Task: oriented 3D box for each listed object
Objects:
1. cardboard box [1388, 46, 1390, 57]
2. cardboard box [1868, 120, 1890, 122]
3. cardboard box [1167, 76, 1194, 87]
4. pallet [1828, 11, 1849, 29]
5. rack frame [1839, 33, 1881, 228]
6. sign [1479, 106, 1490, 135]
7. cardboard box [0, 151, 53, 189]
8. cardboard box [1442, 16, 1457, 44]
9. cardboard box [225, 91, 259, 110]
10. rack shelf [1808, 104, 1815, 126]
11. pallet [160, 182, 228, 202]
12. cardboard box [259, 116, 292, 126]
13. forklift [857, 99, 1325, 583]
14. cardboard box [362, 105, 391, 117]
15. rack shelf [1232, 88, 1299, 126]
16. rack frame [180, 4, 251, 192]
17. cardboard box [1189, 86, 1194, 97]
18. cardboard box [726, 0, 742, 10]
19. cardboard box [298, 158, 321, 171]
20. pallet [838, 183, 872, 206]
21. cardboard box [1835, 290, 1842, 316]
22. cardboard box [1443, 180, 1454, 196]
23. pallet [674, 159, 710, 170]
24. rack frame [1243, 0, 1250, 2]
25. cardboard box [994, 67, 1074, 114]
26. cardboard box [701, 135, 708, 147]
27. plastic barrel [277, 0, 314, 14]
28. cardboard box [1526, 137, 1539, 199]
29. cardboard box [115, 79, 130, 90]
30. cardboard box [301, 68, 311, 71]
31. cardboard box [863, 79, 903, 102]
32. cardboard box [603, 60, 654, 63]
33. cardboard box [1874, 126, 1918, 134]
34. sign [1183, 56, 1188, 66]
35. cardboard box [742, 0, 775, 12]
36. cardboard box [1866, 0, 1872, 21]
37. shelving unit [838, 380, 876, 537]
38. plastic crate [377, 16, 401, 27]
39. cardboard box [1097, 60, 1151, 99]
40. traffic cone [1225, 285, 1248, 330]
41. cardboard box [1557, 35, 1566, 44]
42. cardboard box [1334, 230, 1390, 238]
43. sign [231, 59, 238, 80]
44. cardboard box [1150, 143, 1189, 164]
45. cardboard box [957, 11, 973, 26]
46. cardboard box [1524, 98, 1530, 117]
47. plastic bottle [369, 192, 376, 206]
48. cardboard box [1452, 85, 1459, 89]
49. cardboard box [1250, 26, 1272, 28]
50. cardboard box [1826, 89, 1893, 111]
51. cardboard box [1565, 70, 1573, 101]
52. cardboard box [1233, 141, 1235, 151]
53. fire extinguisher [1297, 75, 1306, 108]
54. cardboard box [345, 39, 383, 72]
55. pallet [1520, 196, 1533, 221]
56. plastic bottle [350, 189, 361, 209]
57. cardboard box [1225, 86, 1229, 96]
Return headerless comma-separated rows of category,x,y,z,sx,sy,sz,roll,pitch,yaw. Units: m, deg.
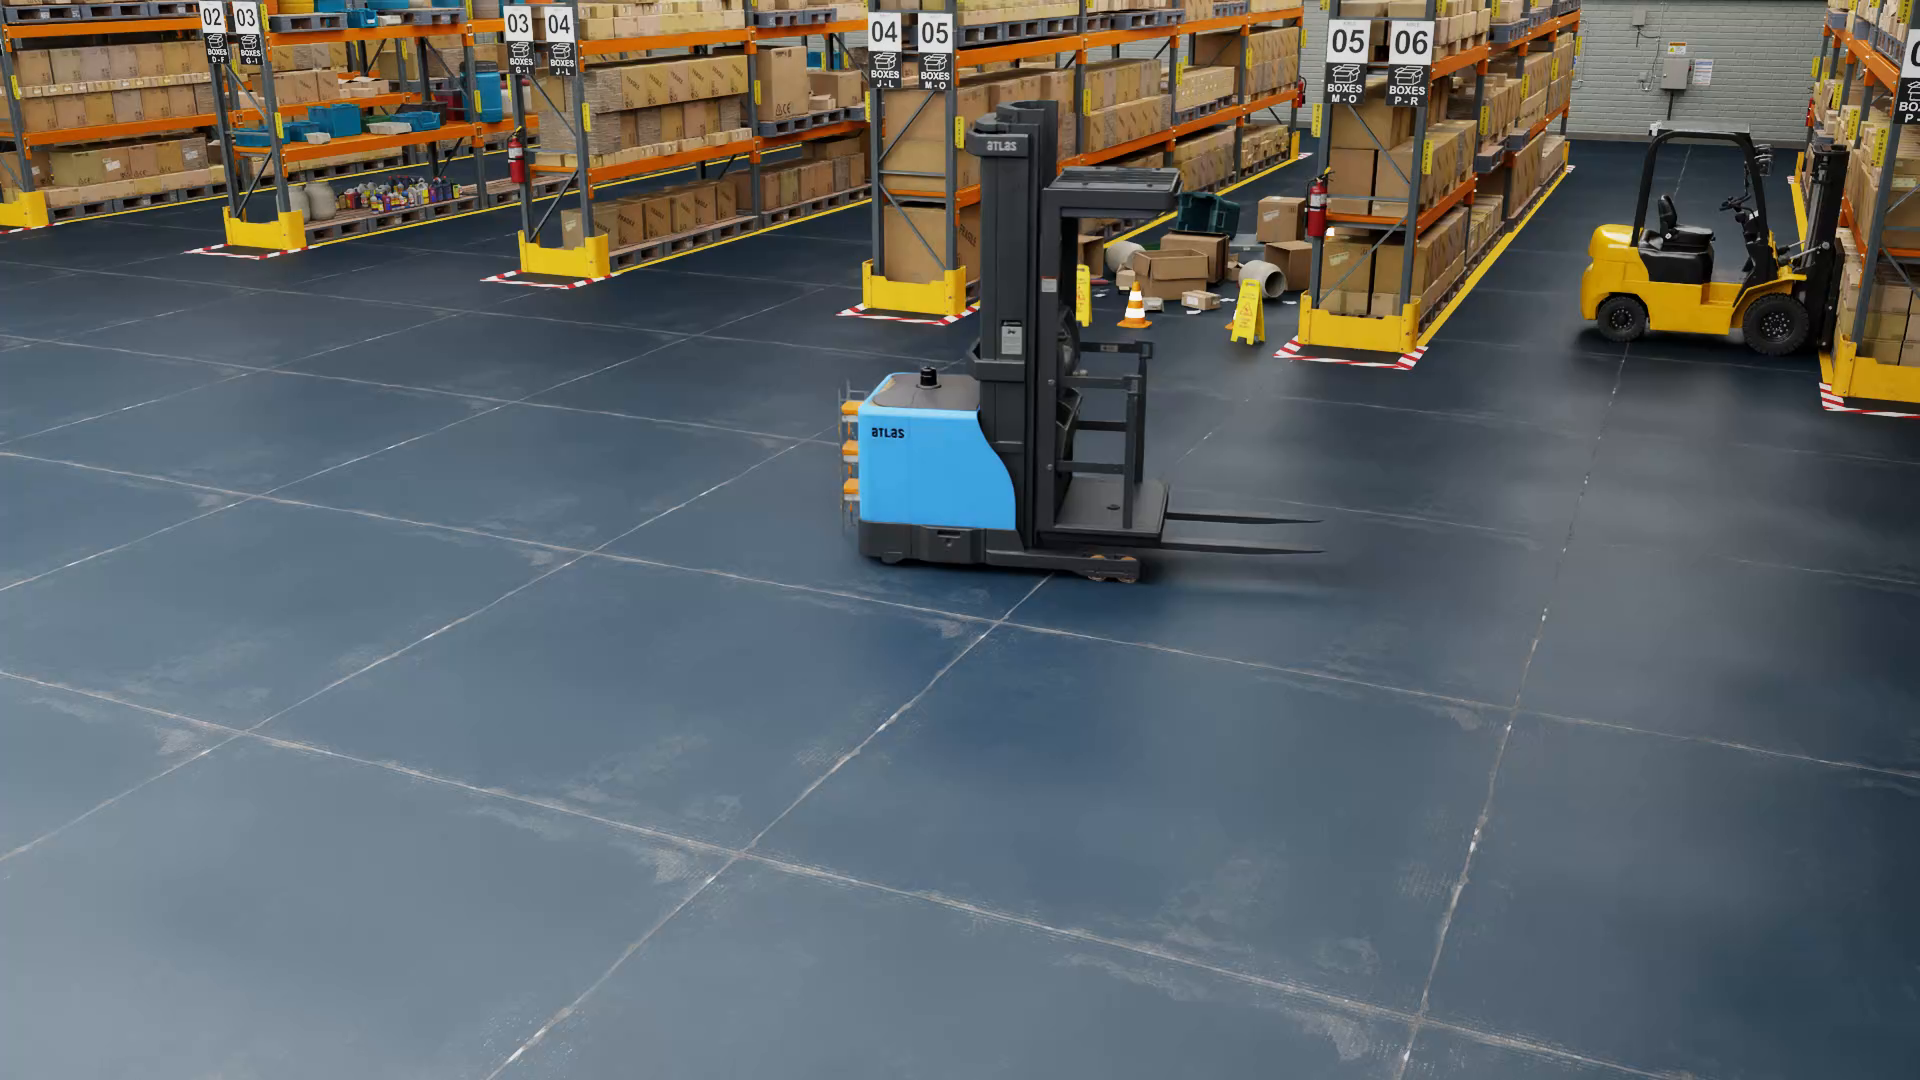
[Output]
cardboard box,4.316,-5.062,17.123,0.380,0.149,0.250,9,21,23
cardboard box,10.650,-4.819,19.425,0.380,0.149,0.250,9,21,23
cardboard box,3.454,-7.200,26.098,0.380,0.149,0.250,8,21,20
pallet,12.739,-7.200,23.041,1.213,0.211,1.003,9,21,23
rack frame,10.216,-3.937,18.062,1.000,3.000,0.127,9,21,23
sign,6.184,-4.952,19.626,0.100,0.325,0.005,9,21,23
cardboard box,-14.081,-5.575,25.025,0.500,0.500,0.500,9,21,23
cardboard box,4.712,-5.146,16.767,0.500,0.250,0.500,8,21,22
cardboard box,-12.229,-7.423,28.088,0.500,0.250,0.500,10,22,26
rack shelf,14.311,-6.655,26.778,1.077,0.370,4.000,9,21,23
pallet,-12.755,-5.786,27.422,1.003,0.211,1.213,9,21,23
cardboard box,-14.488,-8.897,34.591,0.750,0.750,0.750,8,21,22
forklift,0.891,-1.297,10.741,3.031,2.935,1.130,3,20,9
cardboard box,-13.236,-9.696,37.359,0.700,0.500,0.500,9,21,23
rack shelf,5.224,-7.983,30.513,1.077,0.370,4.000,9,21,23
rack frame,-12.391,-7.337,27.622,1.000,3.000,0.127,9,21,23
cardboard box,3.466,-7.070,26.176,0.380,0.149,0.250,9,21,23
cardboard box,-3.224,-7.368,22.862,0.380,0.149,0.250,9,22,24
cardboard box,-11.580,-6.643,29.149,0.500,0.250,0.500,8,21,21
pallet,-2.038,-5.647,27.032,1.003,0.211,1.213,9,21,23
cardboard box,8.900,-2.356,16.348,0.500,0.250,0.500,8,21,21
cardboard box,5.215,-3.889,18.304,0.380,0.149,0.250,9,21,23
pallet,-5.450,-7.183,31.352,1.003,0.211,1.213,9,21,23
rack frame,4.405,-10.537,27.668,1.000,3.000,0.127,9,21,23
cardboard box,0.947,-5.736,21.287,0.875,0.550,0.550,9,21,23
cardboard box,-3.666,-5.459,22.716,0.380,0.149,0.250,9,21,23
plastic barrel,-9.160,-7.499,22.694,0.600,0.588,0.600,0,20,0
cardboard box,8.419,-5.781,25.793,0.875,0.875,0.875,9,22,24
cardboard box,-13.041,-7.027,25.634,0.380,0.149,0.250,9,21,23
cardboard box,-13.960,-9.902,35.181,0.380,0.149,0.250,9,21,23
cardboard box,-1.269,-7.358,27.532,0.500,0.500,0.500,9,22,24
cardboard box,-4.374,-6.072,21.980,0.500,0.500,0.500,9,21,23
cardboard box,9.694,-4.201,17.245,0.380,0.149,0.250,8,21,22
sign,3.907,-8.191,28.731,0.100,0.325,0.005,9,21,23
cardboard box,-3.072,-7.766,23.573,0.797,0.503,0.637,7,21,20
cardboard box,10.605,-6.042,18.863,0.500,0.311,0.500,8,21,21
shelving unit,-0.698,-0.554,11.459,0.215,1.050,0.252,3,20,9
plastic crate,-8.162,-7.399,23.714,0.243,0.136,0.396,9,21,23
cardboard box,2.368,-6.715,24.233,0.700,0.500,0.500,8,21,22
traffic cone,3.048,-2.507,17.828,0.336,0.463,0.334,9,21,23
cardboard box,10.163,-8.574,28.492,0.380,0.149,0.250,9,22,24
cardboard box,4.349,-3.090,18.039,0.500,0.500,0.500,9,22,25
sign,-11.884,-7.706,27.251,0.100,0.325,0.005,9,21,23
cardboard box,3.270,-6.039,25.957,0.500,0.250,0.500,8,21,20
cardboard box,-0.076,-5.643,17.982,0.380,0.149,0.250,9,21,23
cardboard box,7.970,-6.283,24.138,0.500,0.250,0.500,9,22,24
plastic bottle,-8.782,-5.107,24.873,0.097,0.201,0.097,0,20,0
cardboard box,6.299,-5.643,21.641,0.500,0.500,0.500,8,21,21
cardboard box,5.617,-9.491,31.594,0.500,0.500,0.500,8,21,22
cardboard box,12.354,-5.930,22.887,0.797,0.503,0.637,8,21,21
cardboard box,10.644,-8.148,29.755,0.500,0.500,0.500,9,21,23
cardboard box,4.735,-6.922,29.197,0.380,0.149,0.250,10,22,25
fire extinguisher,6.567,-8.735,32.225,0.296,0.674,0.183,9,21,23
cardboard box,-13.399,-10.766,36.817,0.980,0.700,0.700,9,21,24
pallet,8.217,-5.128,25.573,1.003,0.211,1.213,9,21,23
plastic bottle,-8.934,-5.041,24.565,0.061,0.283,0.133,9,21,23
cardboard box,4.317,-7.562,28.004,0.380,0.149,0.250,9,21,23
